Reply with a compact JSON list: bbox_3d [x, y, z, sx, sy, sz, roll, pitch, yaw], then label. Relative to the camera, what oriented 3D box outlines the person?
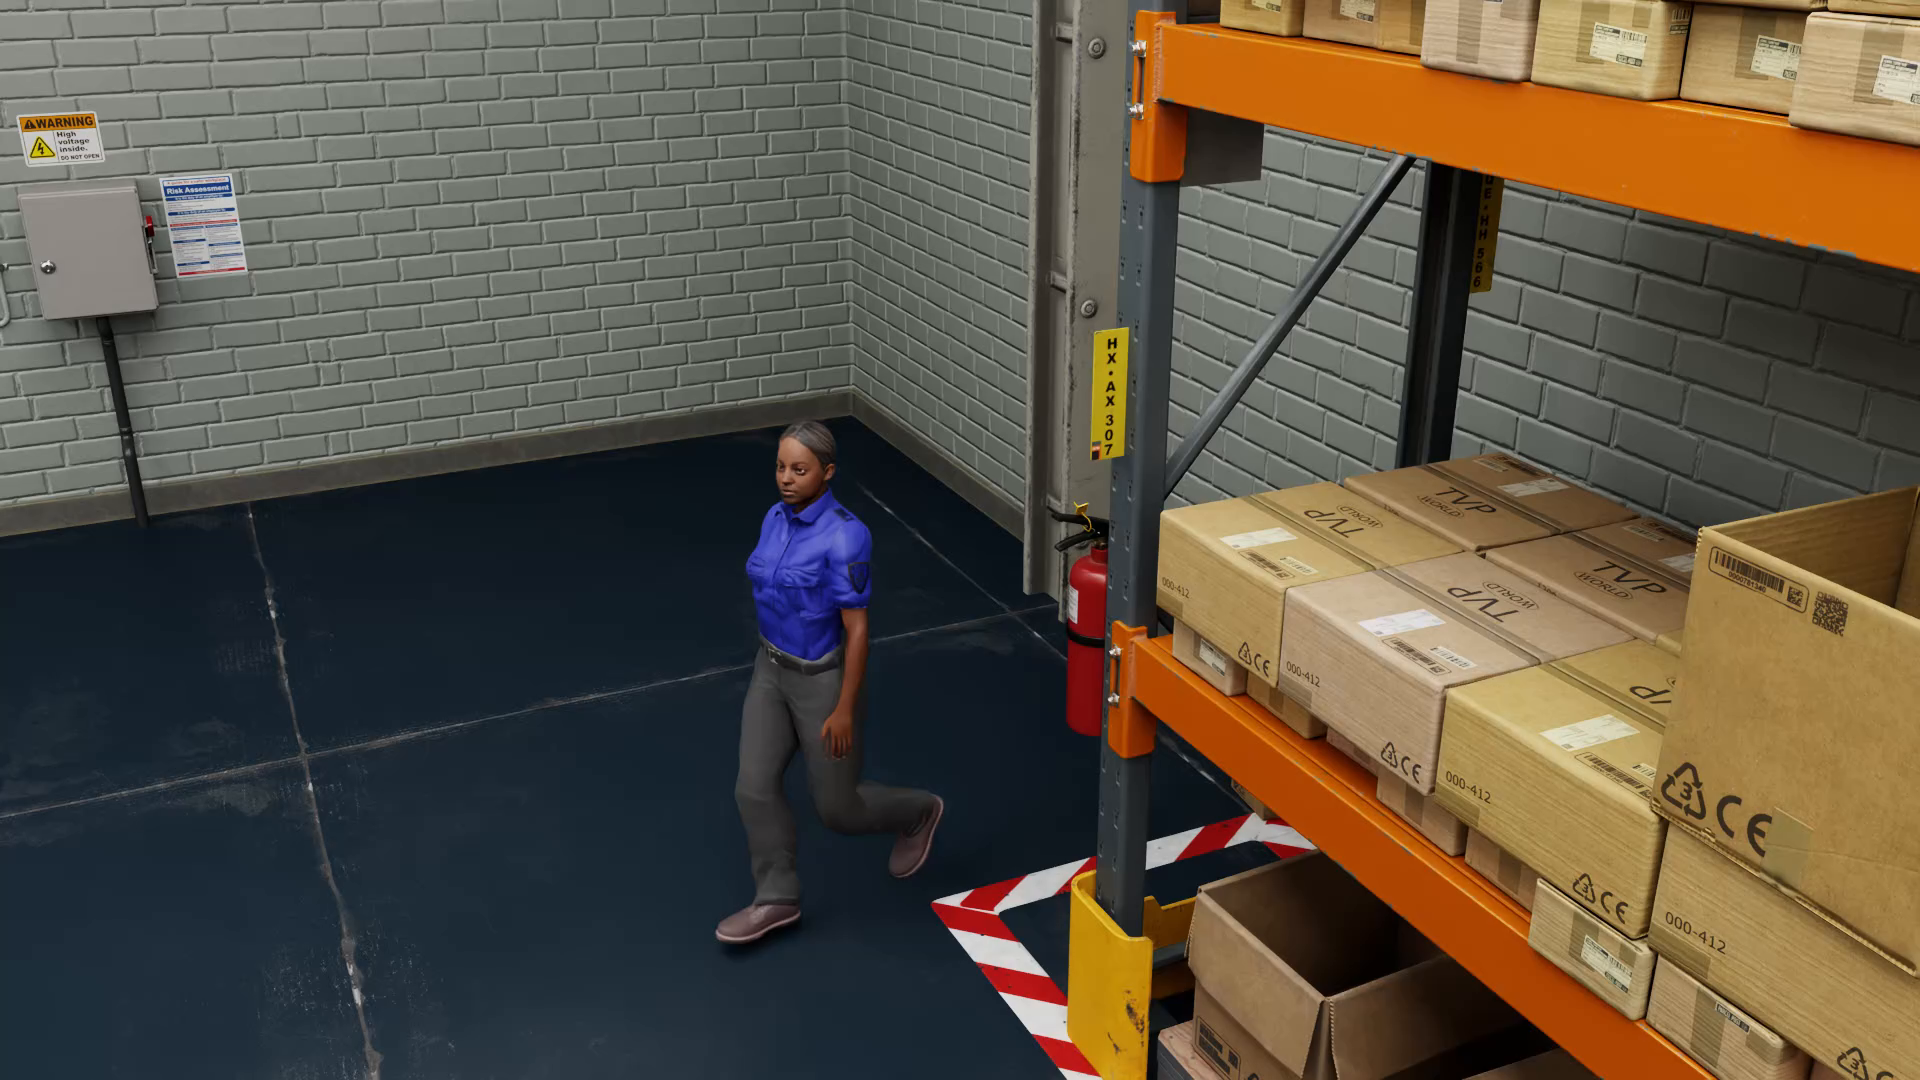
[{"bbox_3d":[-0.424,0.424,5.027,0.771,1.622,0.466,-21,30,-41],"label":"person"}]
